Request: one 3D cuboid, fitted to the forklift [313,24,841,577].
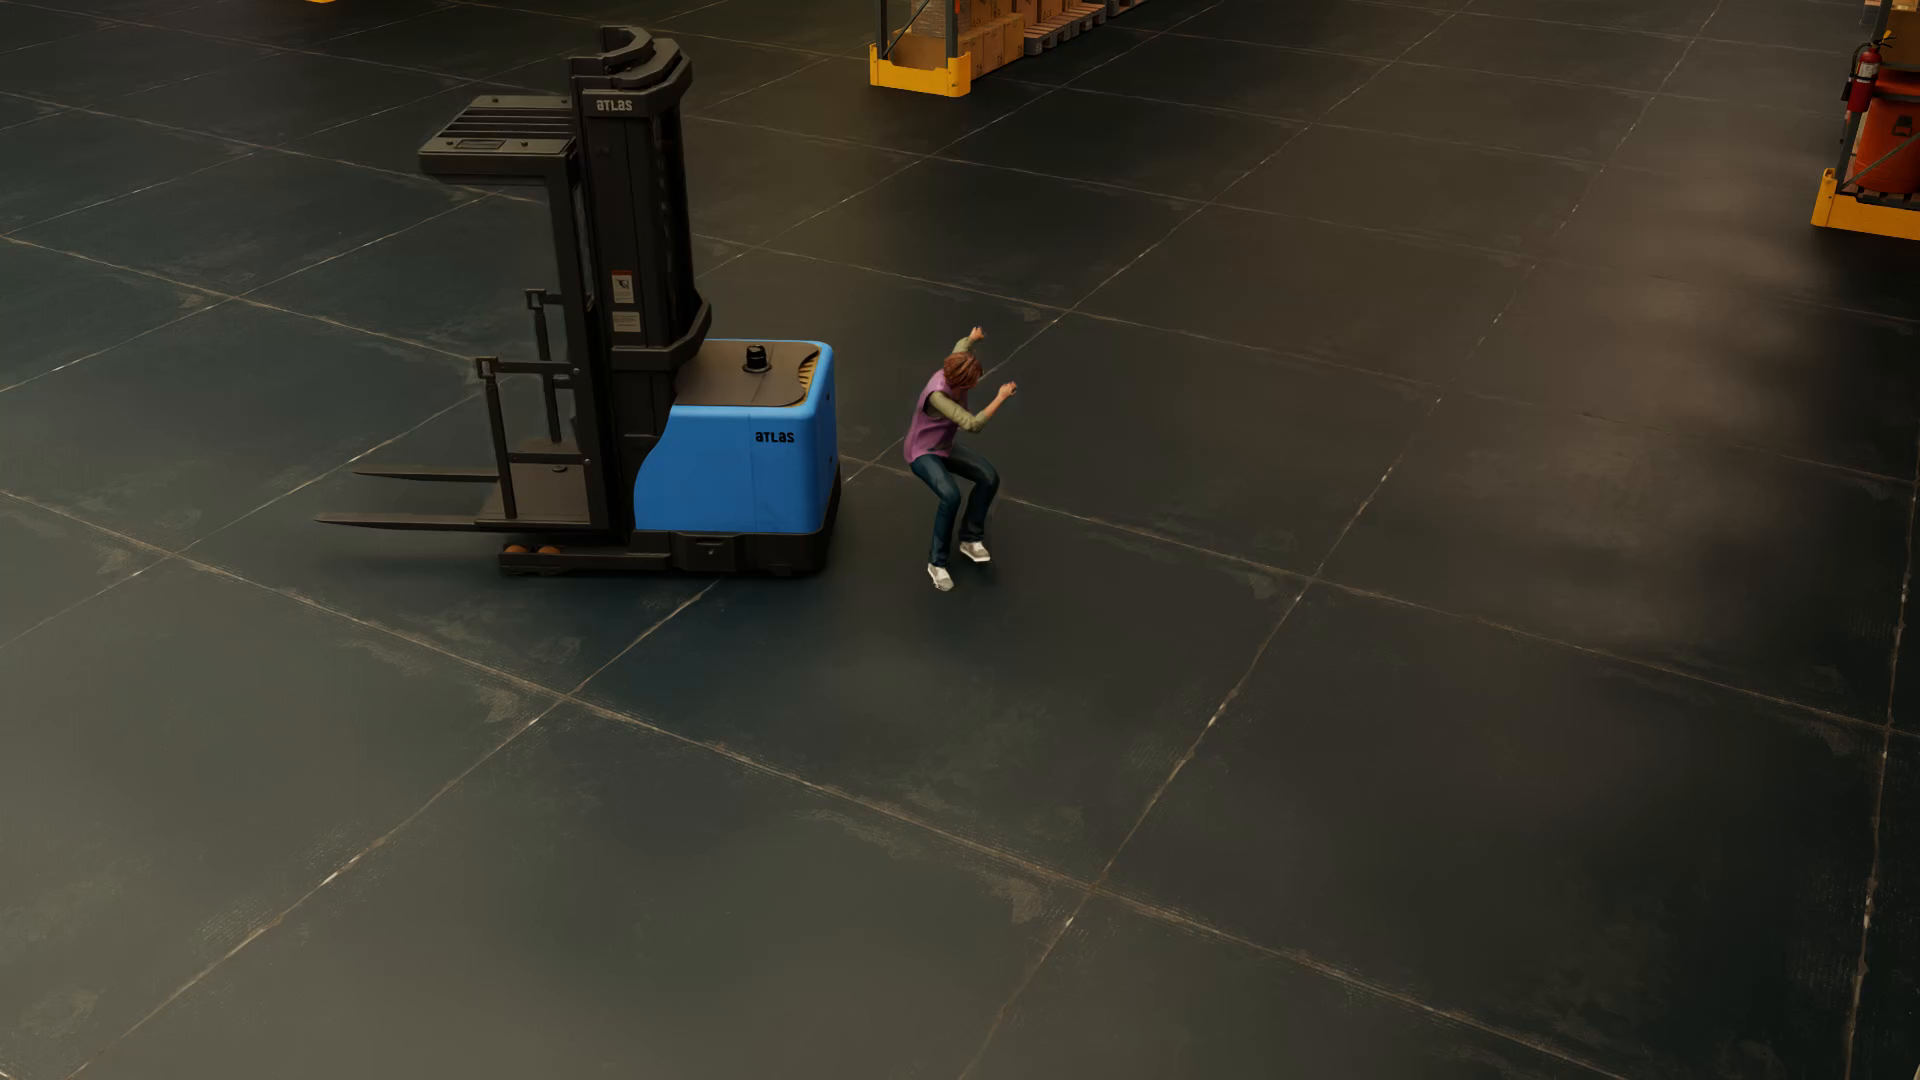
[{"bbox_3d":[-2.274,-1.325,9.367,3.031,2.935,1.130,1,30,2],"label":"forklift"}]

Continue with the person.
[{"bbox_3d":[0.039,-0.565,9.730,0.639,1.296,1.223,16,34,25],"label":"person"}]
